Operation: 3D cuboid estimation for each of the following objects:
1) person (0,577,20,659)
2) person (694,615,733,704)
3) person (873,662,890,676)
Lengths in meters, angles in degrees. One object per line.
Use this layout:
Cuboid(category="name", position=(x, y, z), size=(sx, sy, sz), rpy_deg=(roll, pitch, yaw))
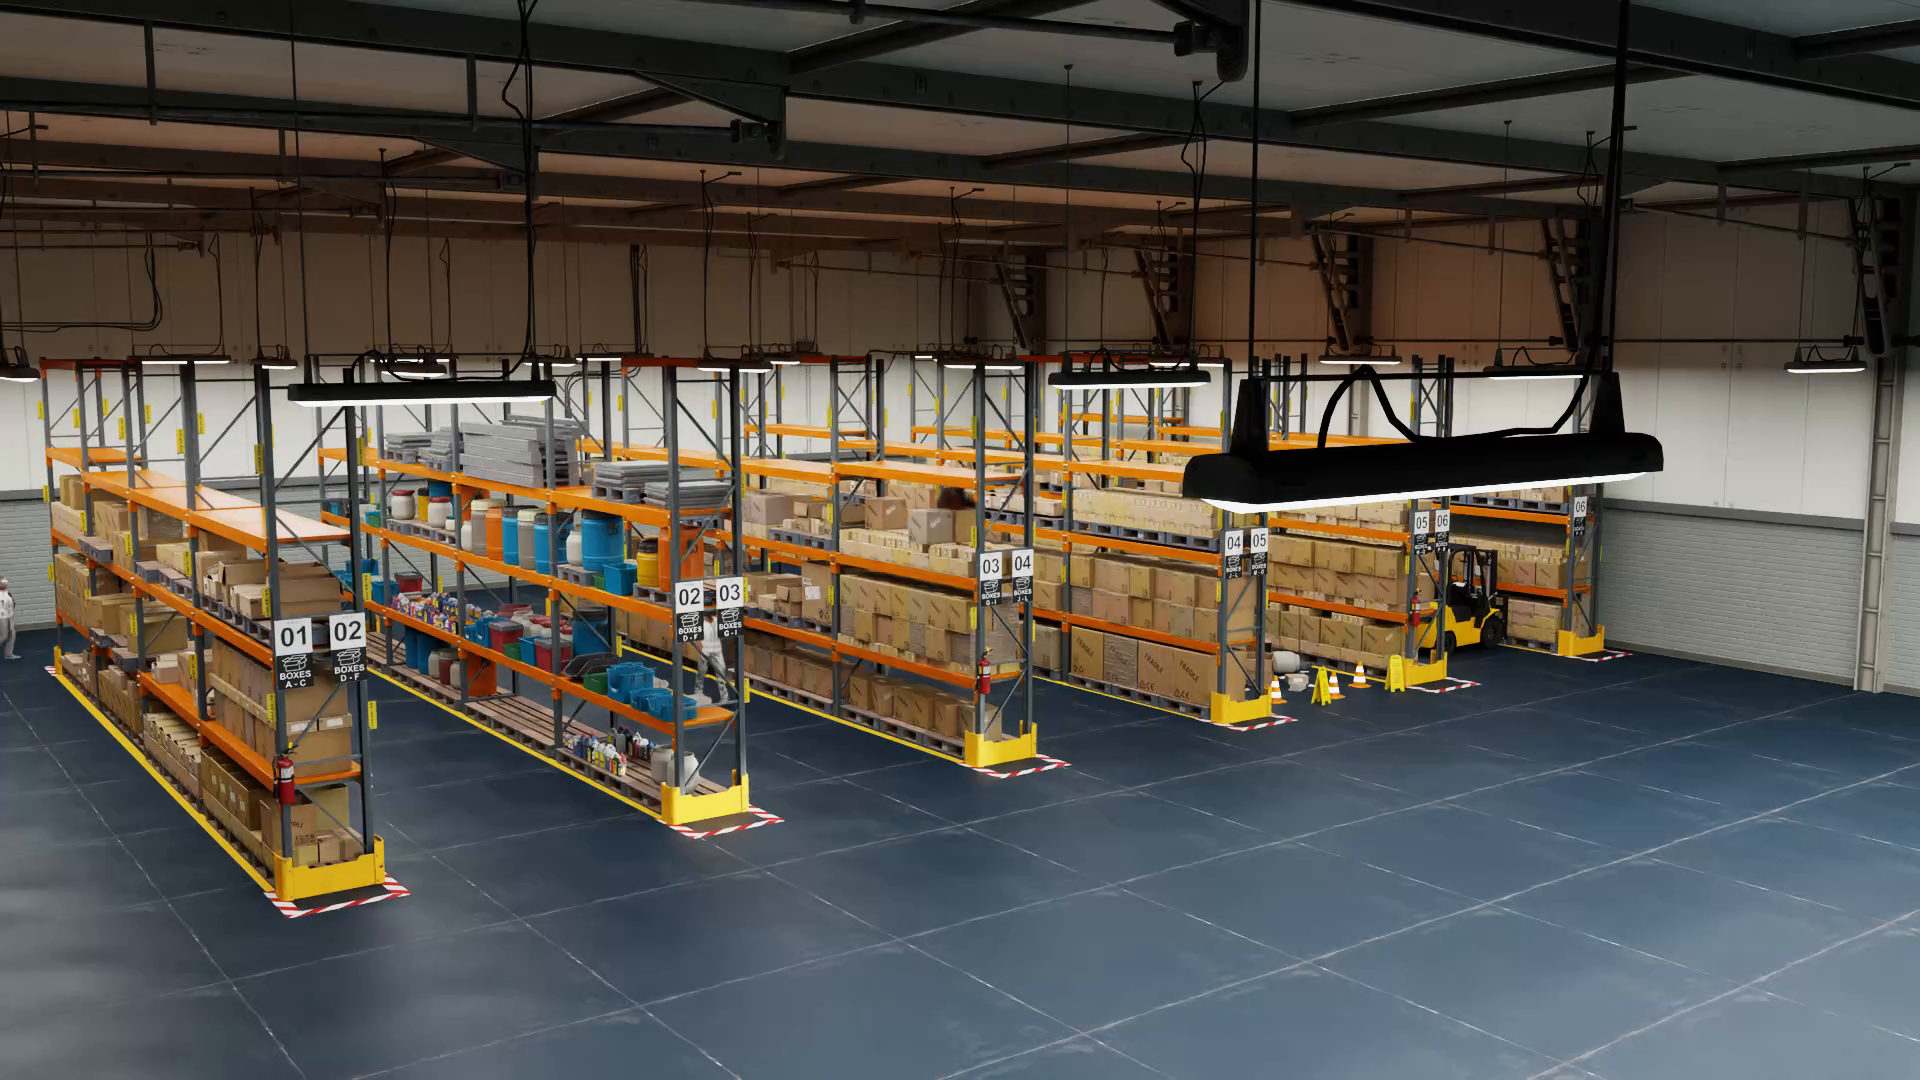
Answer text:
Cuboid(category="person", position=(-18.999, 1.547, 32.931), size=(0.586, 1.664, 0.482), rpy_deg=(0, 7, -3))
Cuboid(category="person", position=(-4.341, 1.962, 29.091), size=(0.582, 1.741, 0.992), rpy_deg=(-5, 9, -36))
Cuboid(category="person", position=(-1.373, 1.842, 30.250), size=(0.424, 1.799, 0.601), rpy_deg=(-2, 7, -20))
